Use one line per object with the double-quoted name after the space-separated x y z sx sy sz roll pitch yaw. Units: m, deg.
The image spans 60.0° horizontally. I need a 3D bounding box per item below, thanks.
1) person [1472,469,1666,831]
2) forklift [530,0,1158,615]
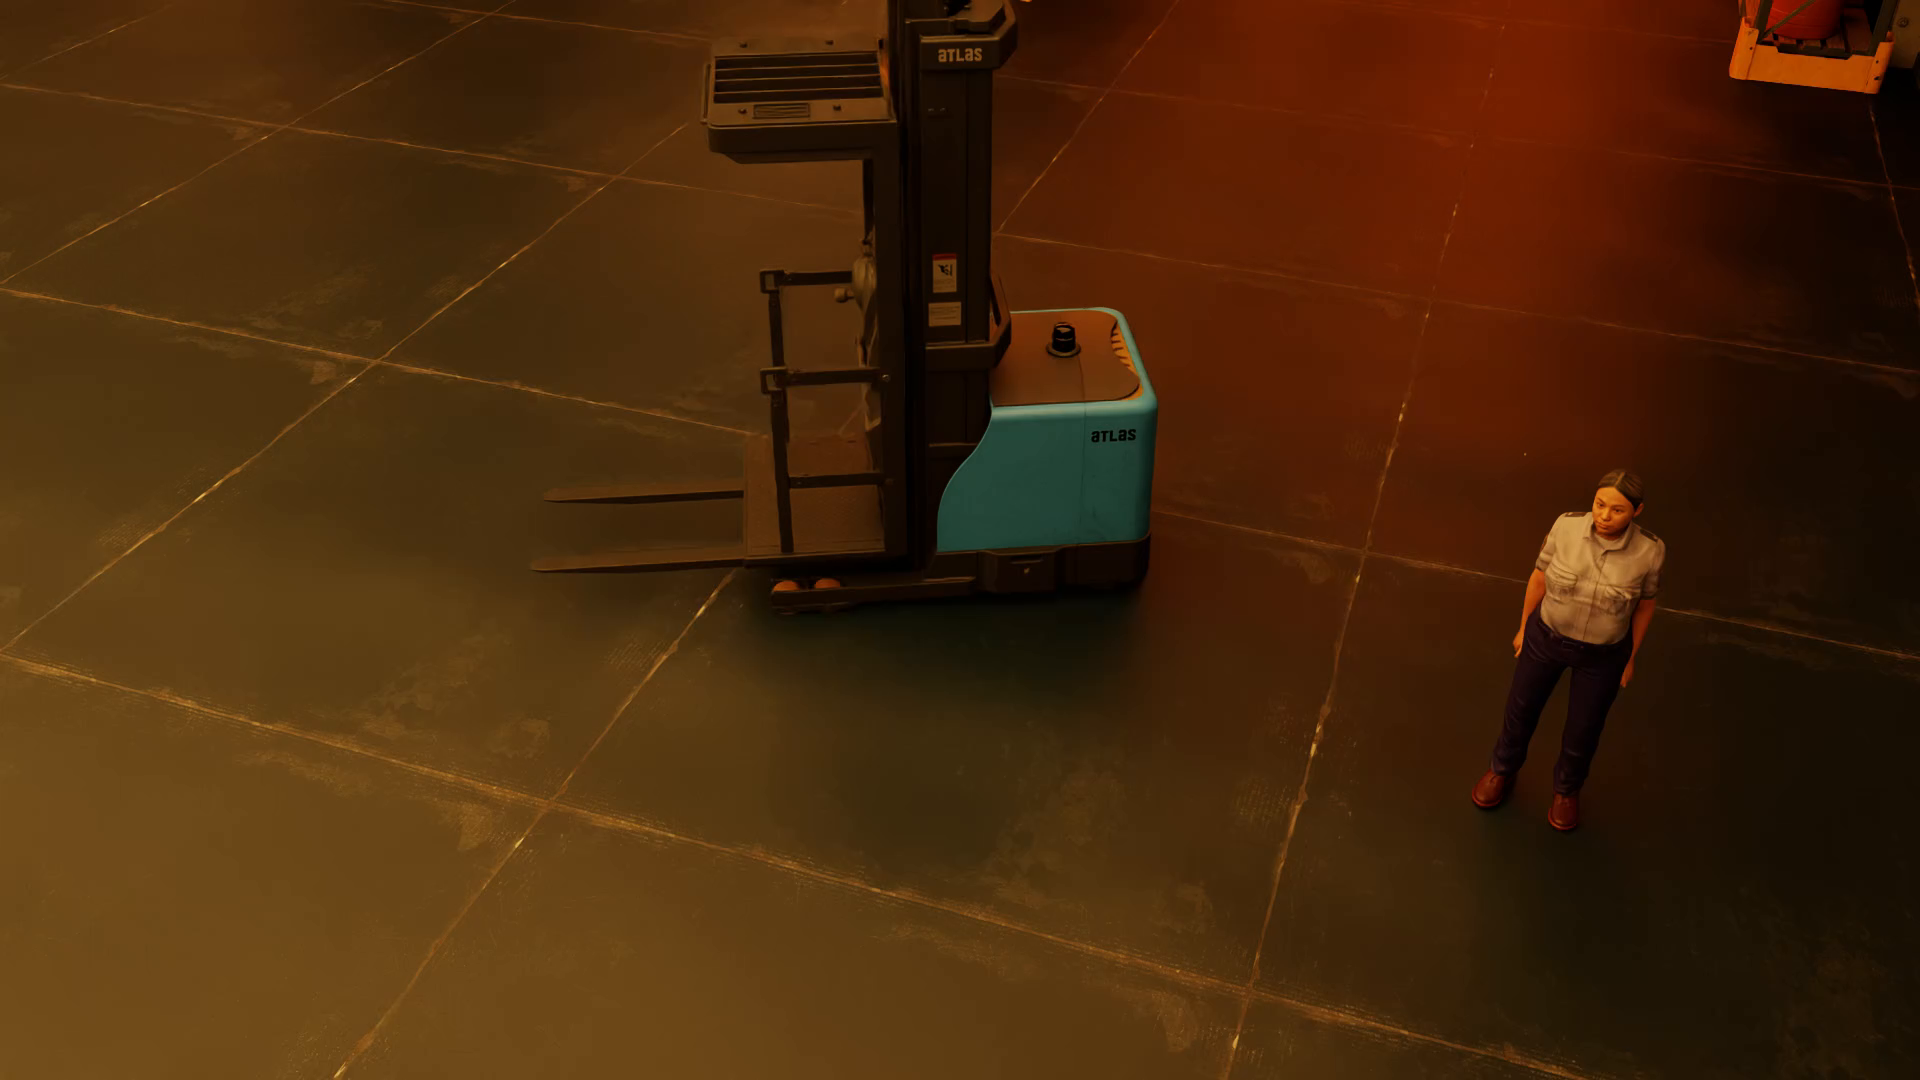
2.447 0.429 6.618 0.479 1.653 0.349 17 39 23 "person"
-0.612 -1.151 7.735 3.031 2.935 1.130 -3 35 -5 "forklift"
